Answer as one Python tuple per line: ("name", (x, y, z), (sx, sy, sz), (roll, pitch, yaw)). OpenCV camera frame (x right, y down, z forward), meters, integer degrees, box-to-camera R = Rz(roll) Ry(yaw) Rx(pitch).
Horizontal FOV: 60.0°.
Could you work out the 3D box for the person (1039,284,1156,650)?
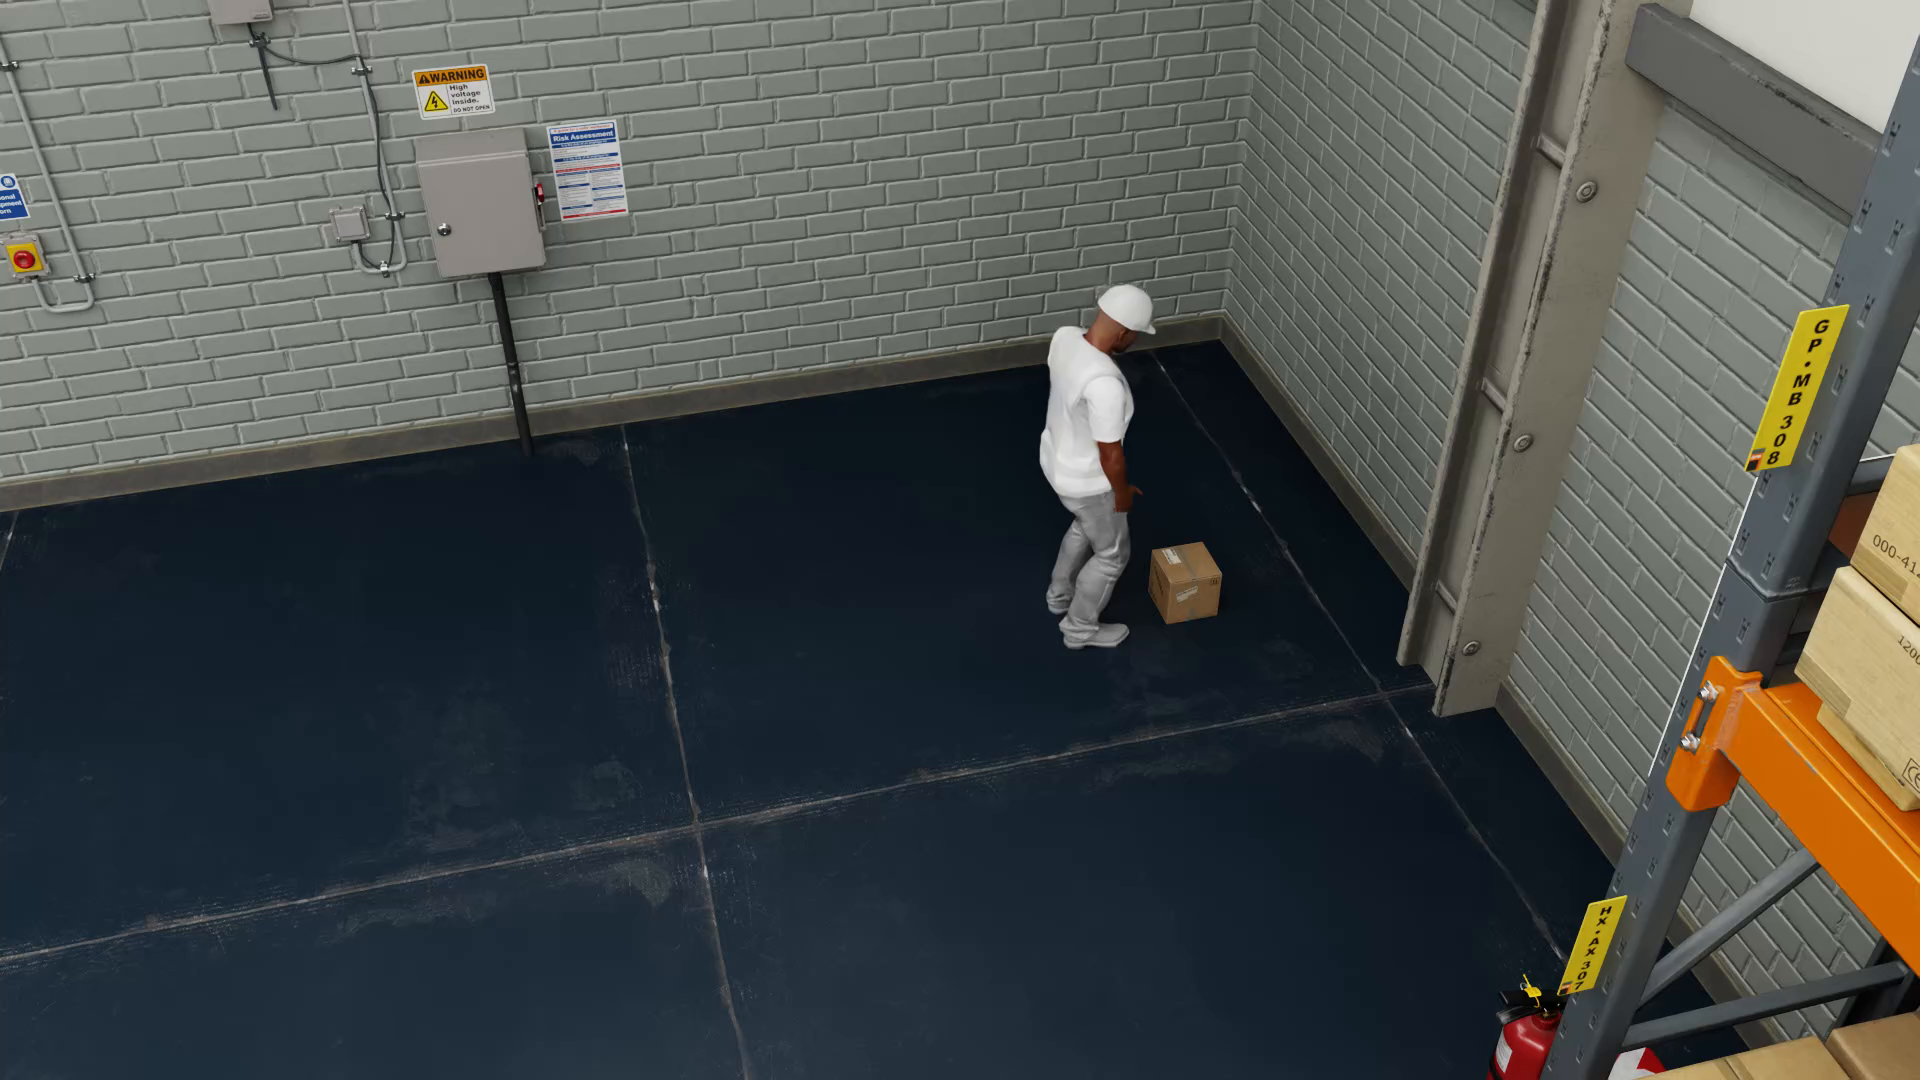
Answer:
("person", (0.578, -0.321, 7.148), (0.453, 1.718, 0.591), (-8, 39, -11))
